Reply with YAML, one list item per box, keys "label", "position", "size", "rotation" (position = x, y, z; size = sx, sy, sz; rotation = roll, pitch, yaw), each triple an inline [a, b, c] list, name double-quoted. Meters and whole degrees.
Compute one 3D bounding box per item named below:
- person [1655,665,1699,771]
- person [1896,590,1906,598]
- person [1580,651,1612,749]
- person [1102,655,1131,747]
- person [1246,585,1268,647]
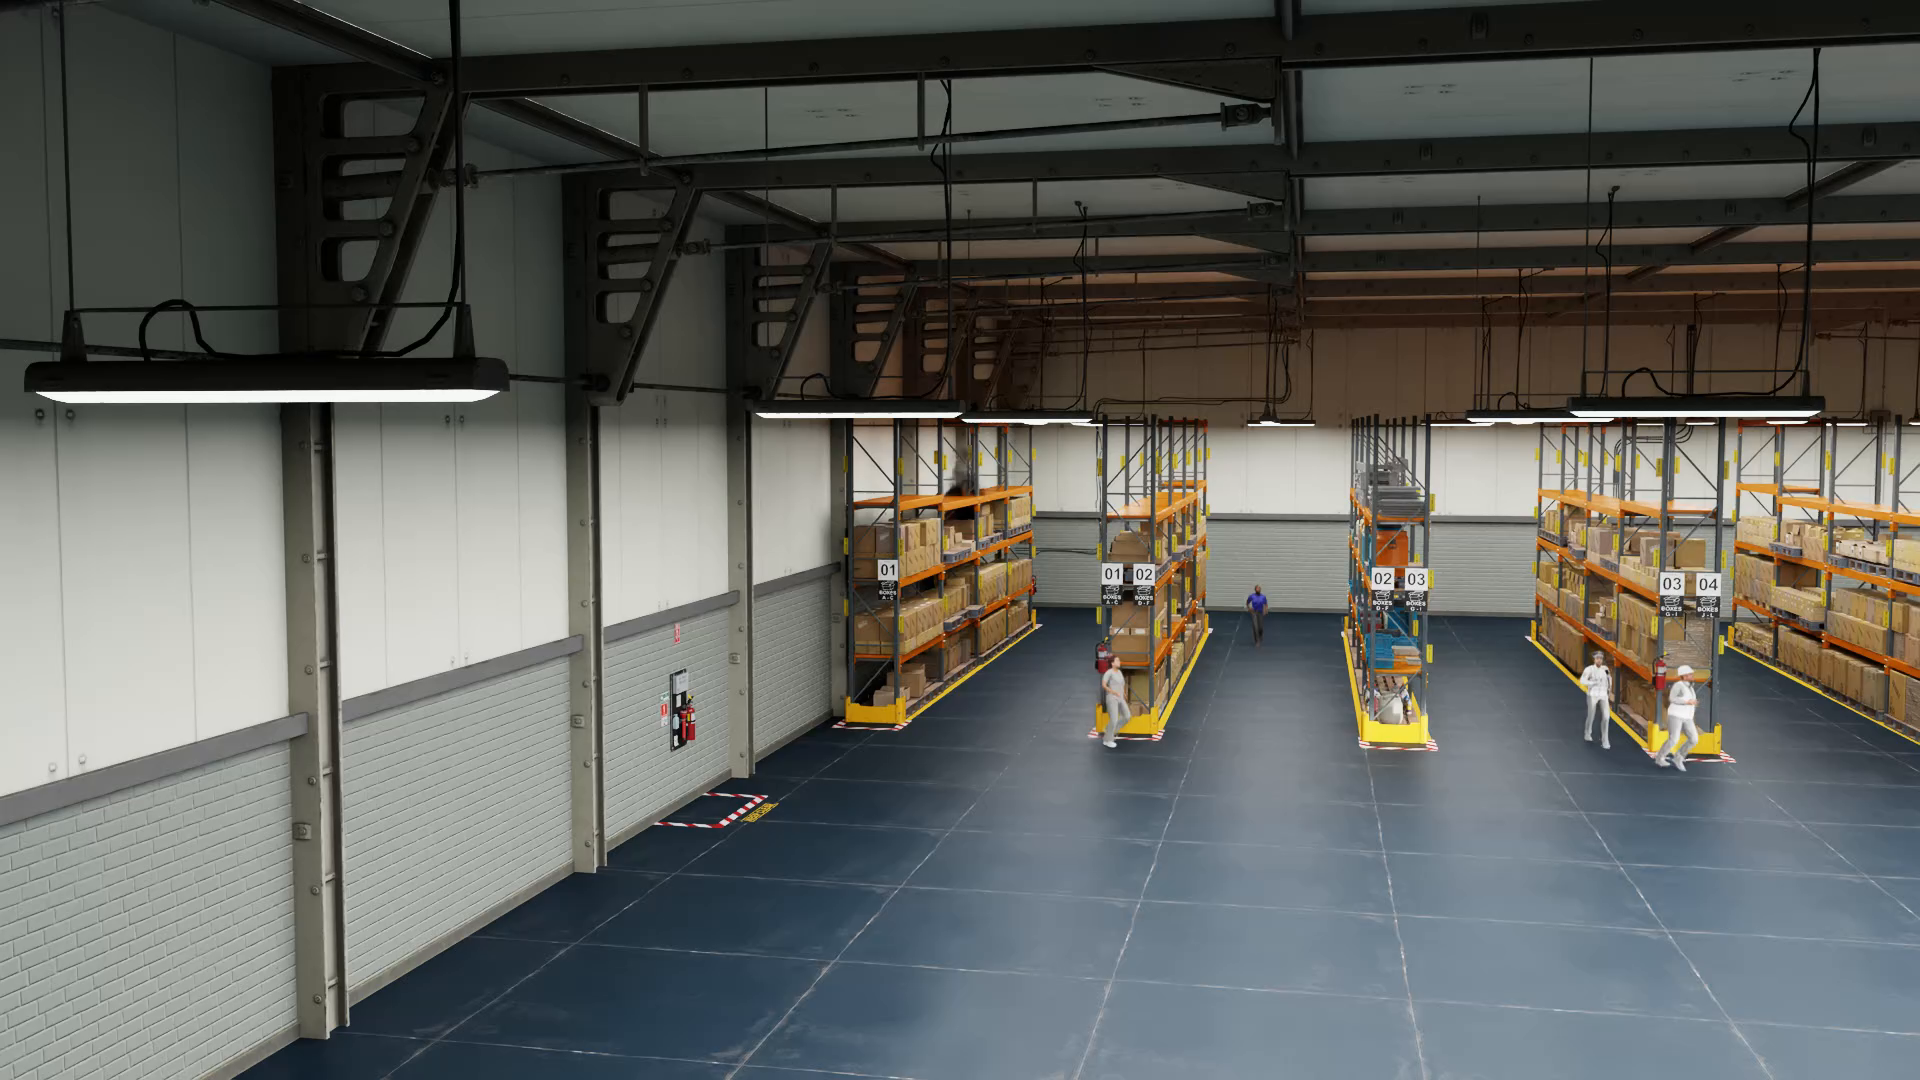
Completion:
- label: "person"
  position: [12.188, 3.002, 28.018]
  size: [0.663, 1.773, 0.683]
  rotation: [-2, 4, -29]
- label: "person"
  position: [25.048, 1.904, 44.481]
  size: [0.566, 1.726, 0.760]
  rotation: [1, 4, 12]
- label: "person"
  position: [11.526, 2.872, 30.110]
  size: [0.609, 1.768, 0.702]
  rotation: [0, 4, 6]
- label: "person"
  position: [2.849, 2.906, 30.080]
  size: [0.591, 1.645, 0.494]
  rotation: [-4, 5, -43]
- label: "person"
  position: [7.851, 1.996, 44.027]
  size: [0.582, 1.635, 0.645]
  rotation: [0, 4, 2]
